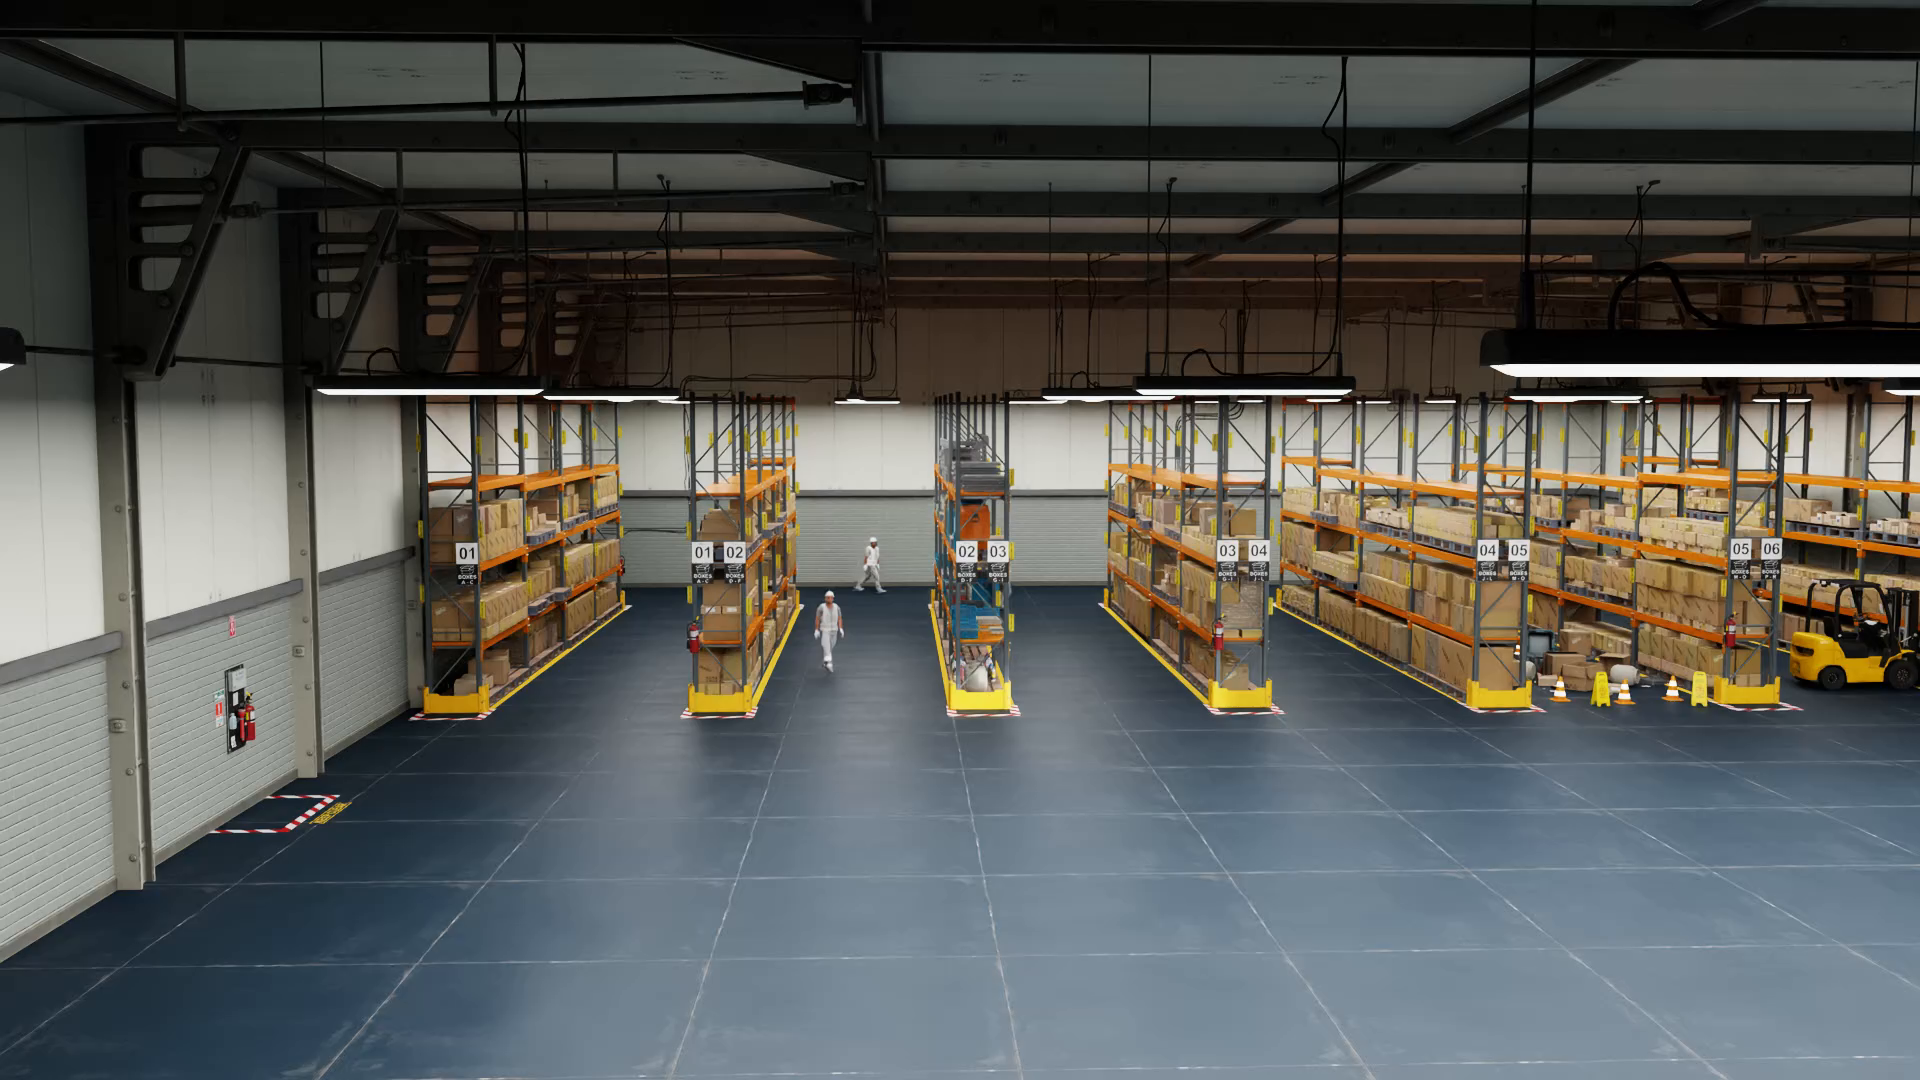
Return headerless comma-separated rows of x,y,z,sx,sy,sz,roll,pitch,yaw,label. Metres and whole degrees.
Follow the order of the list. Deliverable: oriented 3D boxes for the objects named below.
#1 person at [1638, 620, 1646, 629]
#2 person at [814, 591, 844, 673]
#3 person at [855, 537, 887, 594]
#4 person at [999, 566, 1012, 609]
17.689,1.507,42.822,0.438,1.621,0.441,-3,5,-32,person
-2.779,1.962,35.734,0.559,1.731,1.040,-3,5,-32,person
-2.719,0.774,51.108,1.133,1.728,0.518,2,5,19,person
1.204,1.125,47.001,0.432,1.683,0.580,-2,5,-27,person
